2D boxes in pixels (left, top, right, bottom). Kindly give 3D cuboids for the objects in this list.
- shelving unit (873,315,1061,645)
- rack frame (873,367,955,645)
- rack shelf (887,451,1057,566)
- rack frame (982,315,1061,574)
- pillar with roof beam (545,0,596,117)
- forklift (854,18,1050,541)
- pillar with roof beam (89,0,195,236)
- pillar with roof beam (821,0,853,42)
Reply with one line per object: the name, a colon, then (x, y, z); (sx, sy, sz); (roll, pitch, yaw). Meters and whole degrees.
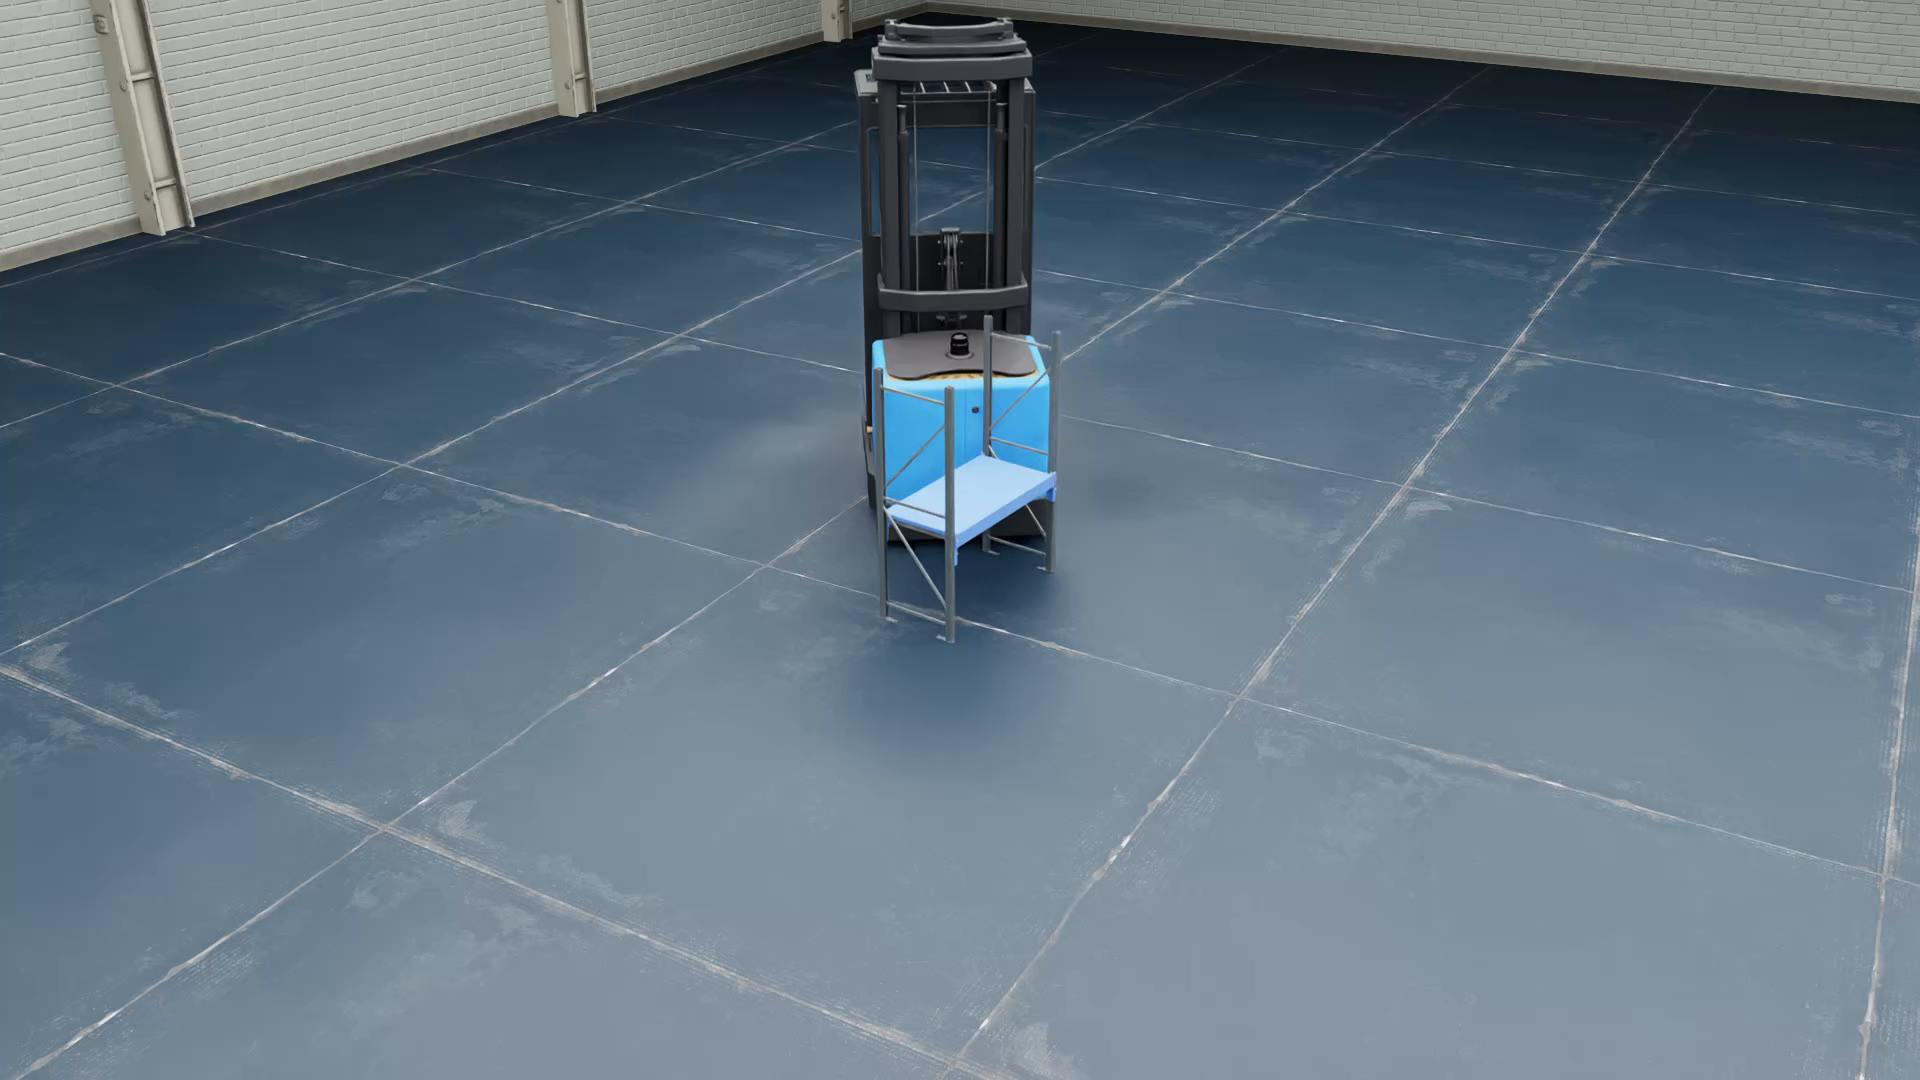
shelving unit: (0.054, -0.354, 9.282); (0.538, 1.500, 1.048); (18, 32, 31)
rack frame: (-0.240, -0.168, 8.911); (0.500, 1.500, 0.032); (18, 32, 31)
rack shelf: (0.054, -0.193, 9.362); (0.538, 0.185, 1.000); (18, 32, 31)
rack frame: (0.347, -0.540, 9.653); (0.500, 1.500, 0.032); (18, 32, 31)
pillar with roof beam: (-1.098, -8.481, 17.139); (9.100, 9.000, 0.400); (14, 30, 26)
forklift: (-0.104, -1.934, 10.840); (1.130, 2.935, 3.031); (-2, 27, -5)
pillar with roof beam: (-4.050, -6.143, 12.468); (9.100, 9.000, 0.400); (14, 30, 26)
pillar with roof beam: (1.853, -10.819, 21.811); (9.100, 9.000, 0.400); (14, 30, 26)
